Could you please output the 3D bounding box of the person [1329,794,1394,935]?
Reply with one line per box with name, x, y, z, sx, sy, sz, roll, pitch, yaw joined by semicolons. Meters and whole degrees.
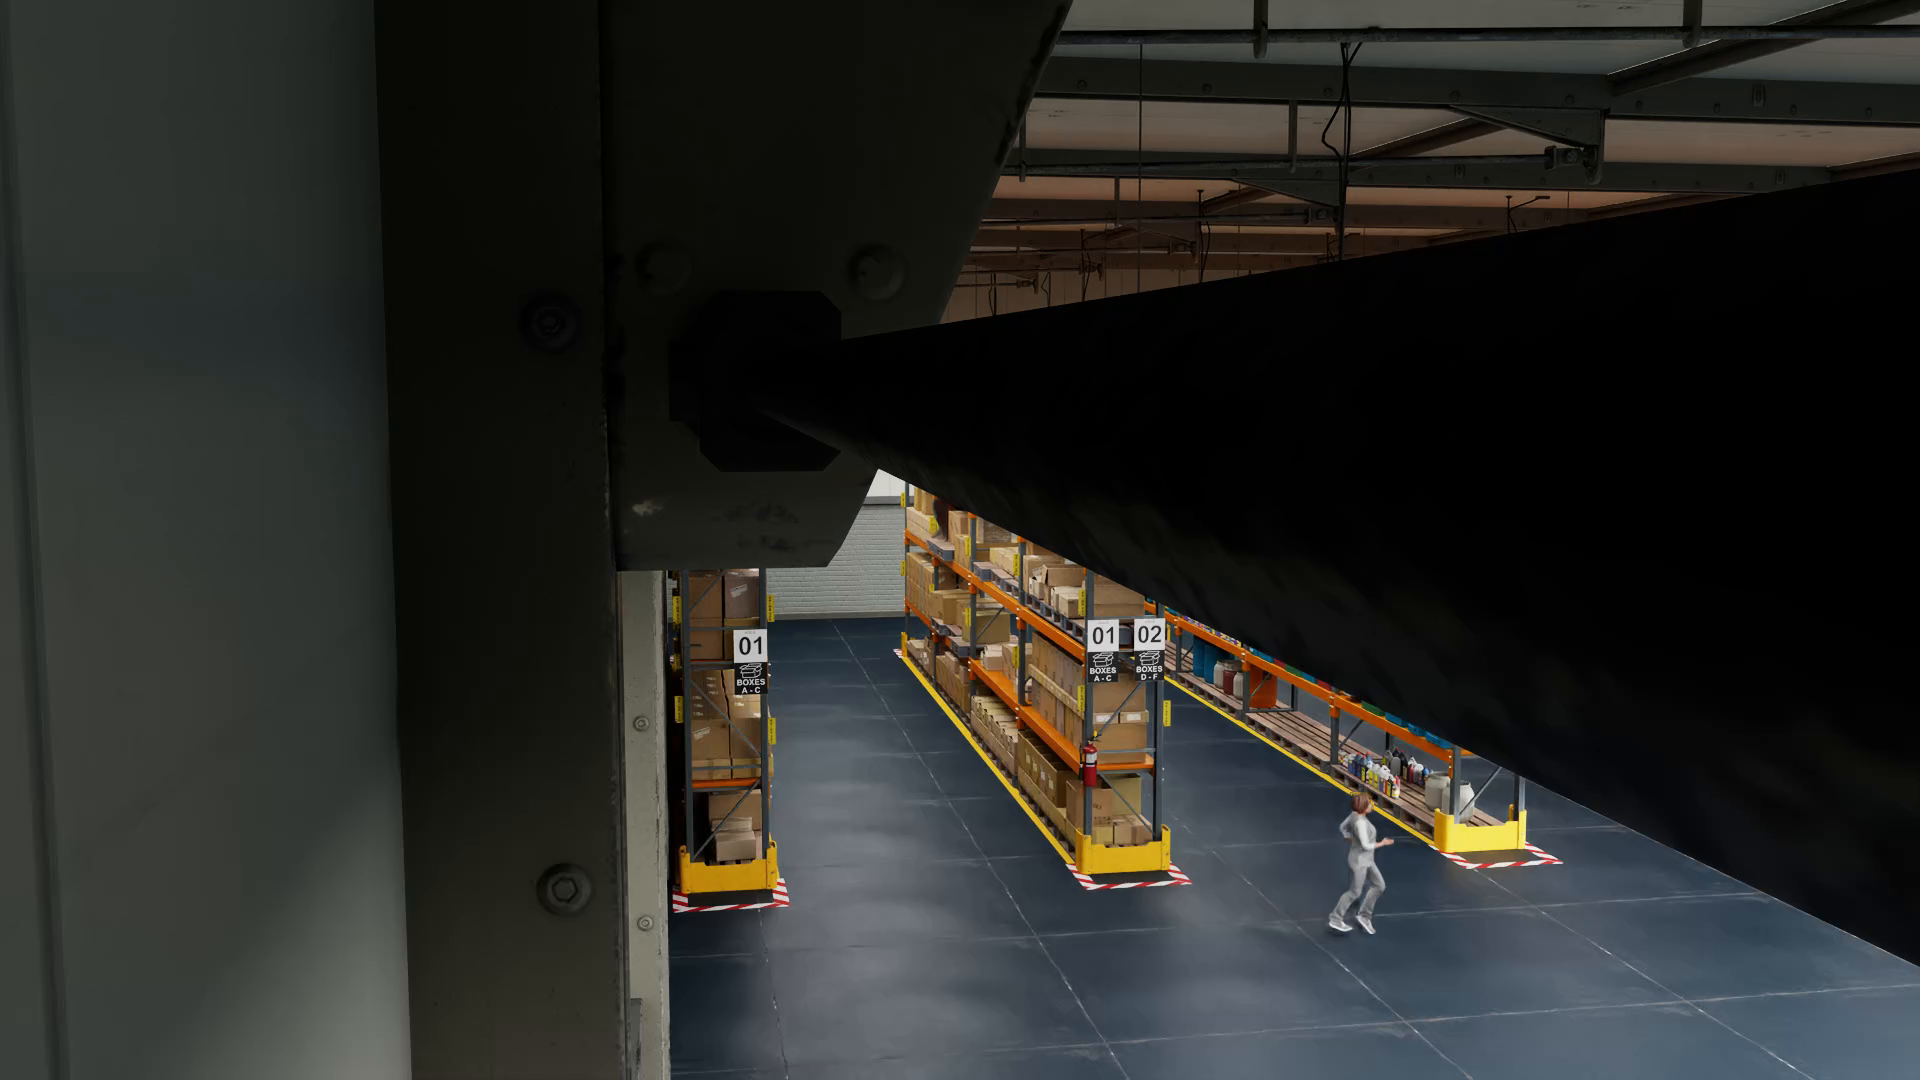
person;4.471;3.618;18.520;0.686;1.626;0.506;2;6;15
